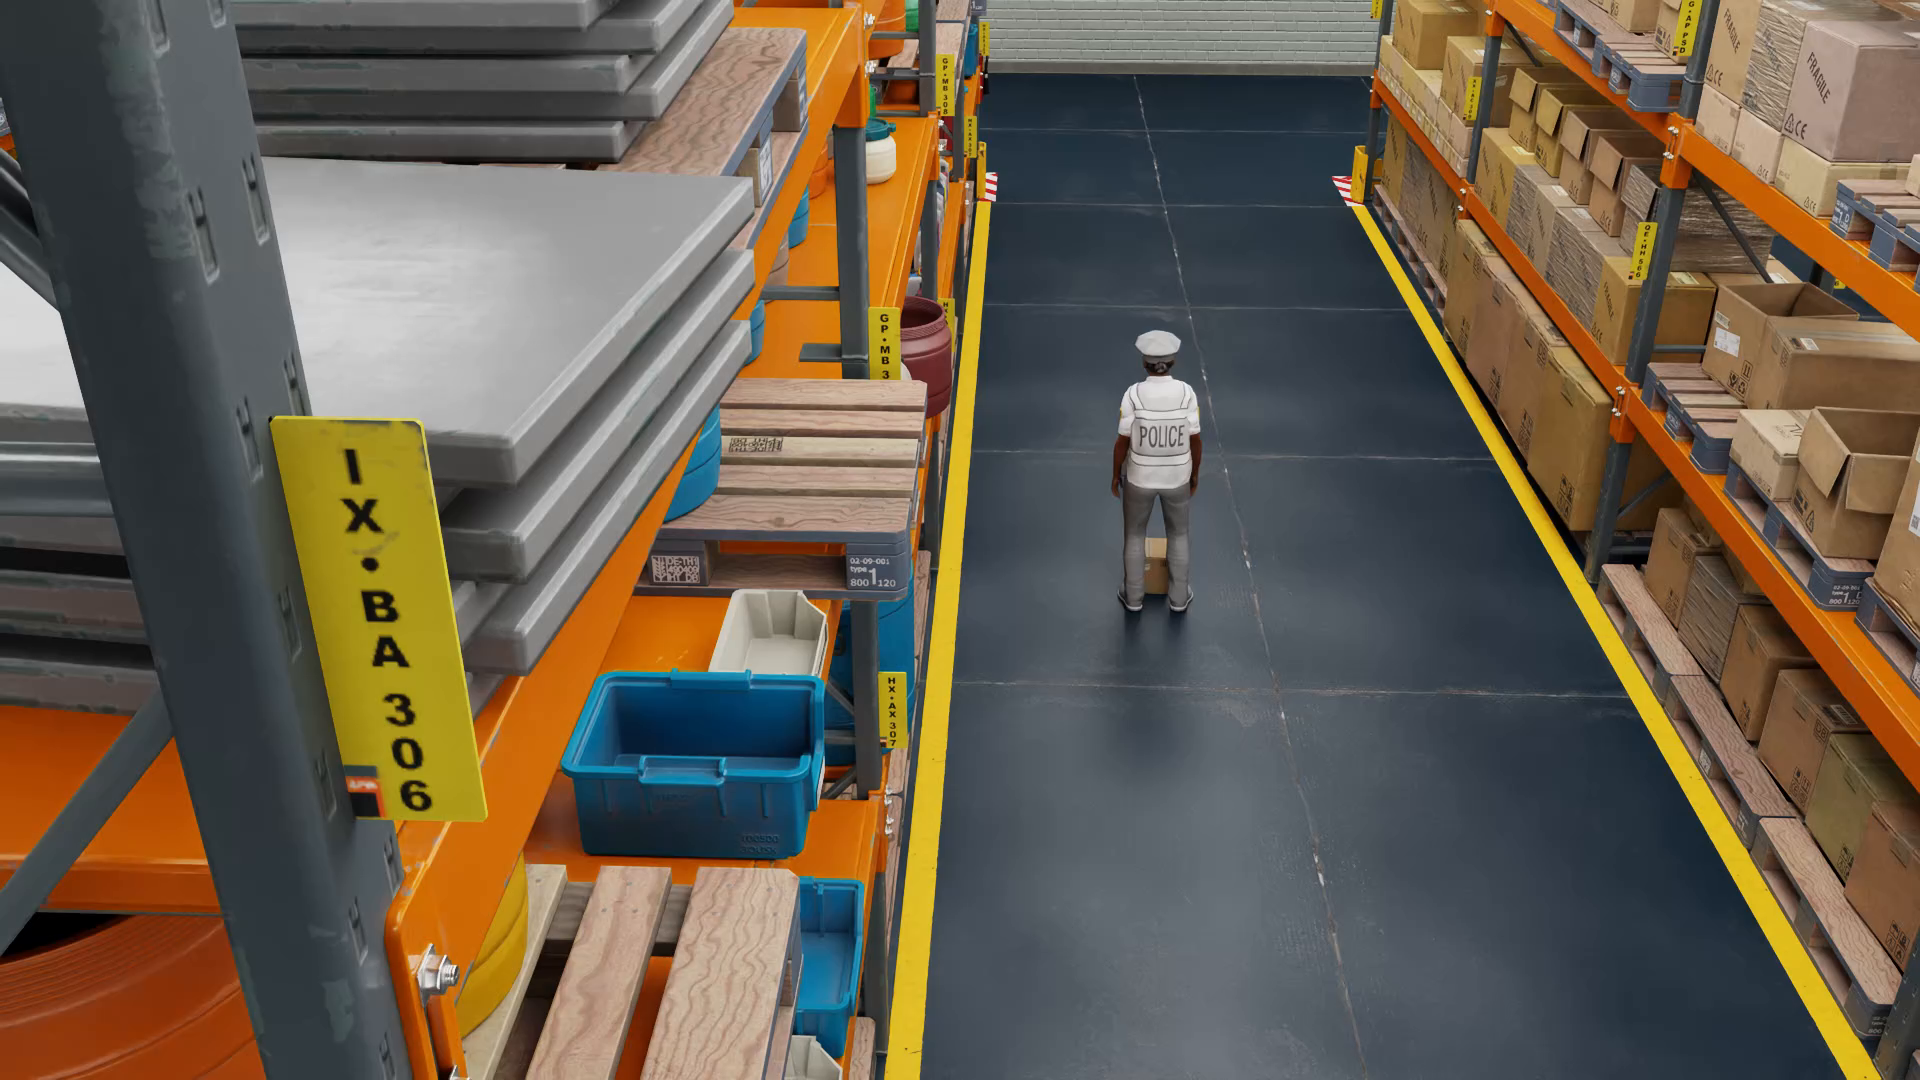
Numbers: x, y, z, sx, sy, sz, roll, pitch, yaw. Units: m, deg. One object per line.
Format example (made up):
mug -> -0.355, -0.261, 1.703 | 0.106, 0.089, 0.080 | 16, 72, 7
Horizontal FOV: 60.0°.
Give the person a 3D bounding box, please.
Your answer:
person -> 1.132, -0.358, 9.510 | 0.528, 1.663, 0.392 | 0, 28, 0
